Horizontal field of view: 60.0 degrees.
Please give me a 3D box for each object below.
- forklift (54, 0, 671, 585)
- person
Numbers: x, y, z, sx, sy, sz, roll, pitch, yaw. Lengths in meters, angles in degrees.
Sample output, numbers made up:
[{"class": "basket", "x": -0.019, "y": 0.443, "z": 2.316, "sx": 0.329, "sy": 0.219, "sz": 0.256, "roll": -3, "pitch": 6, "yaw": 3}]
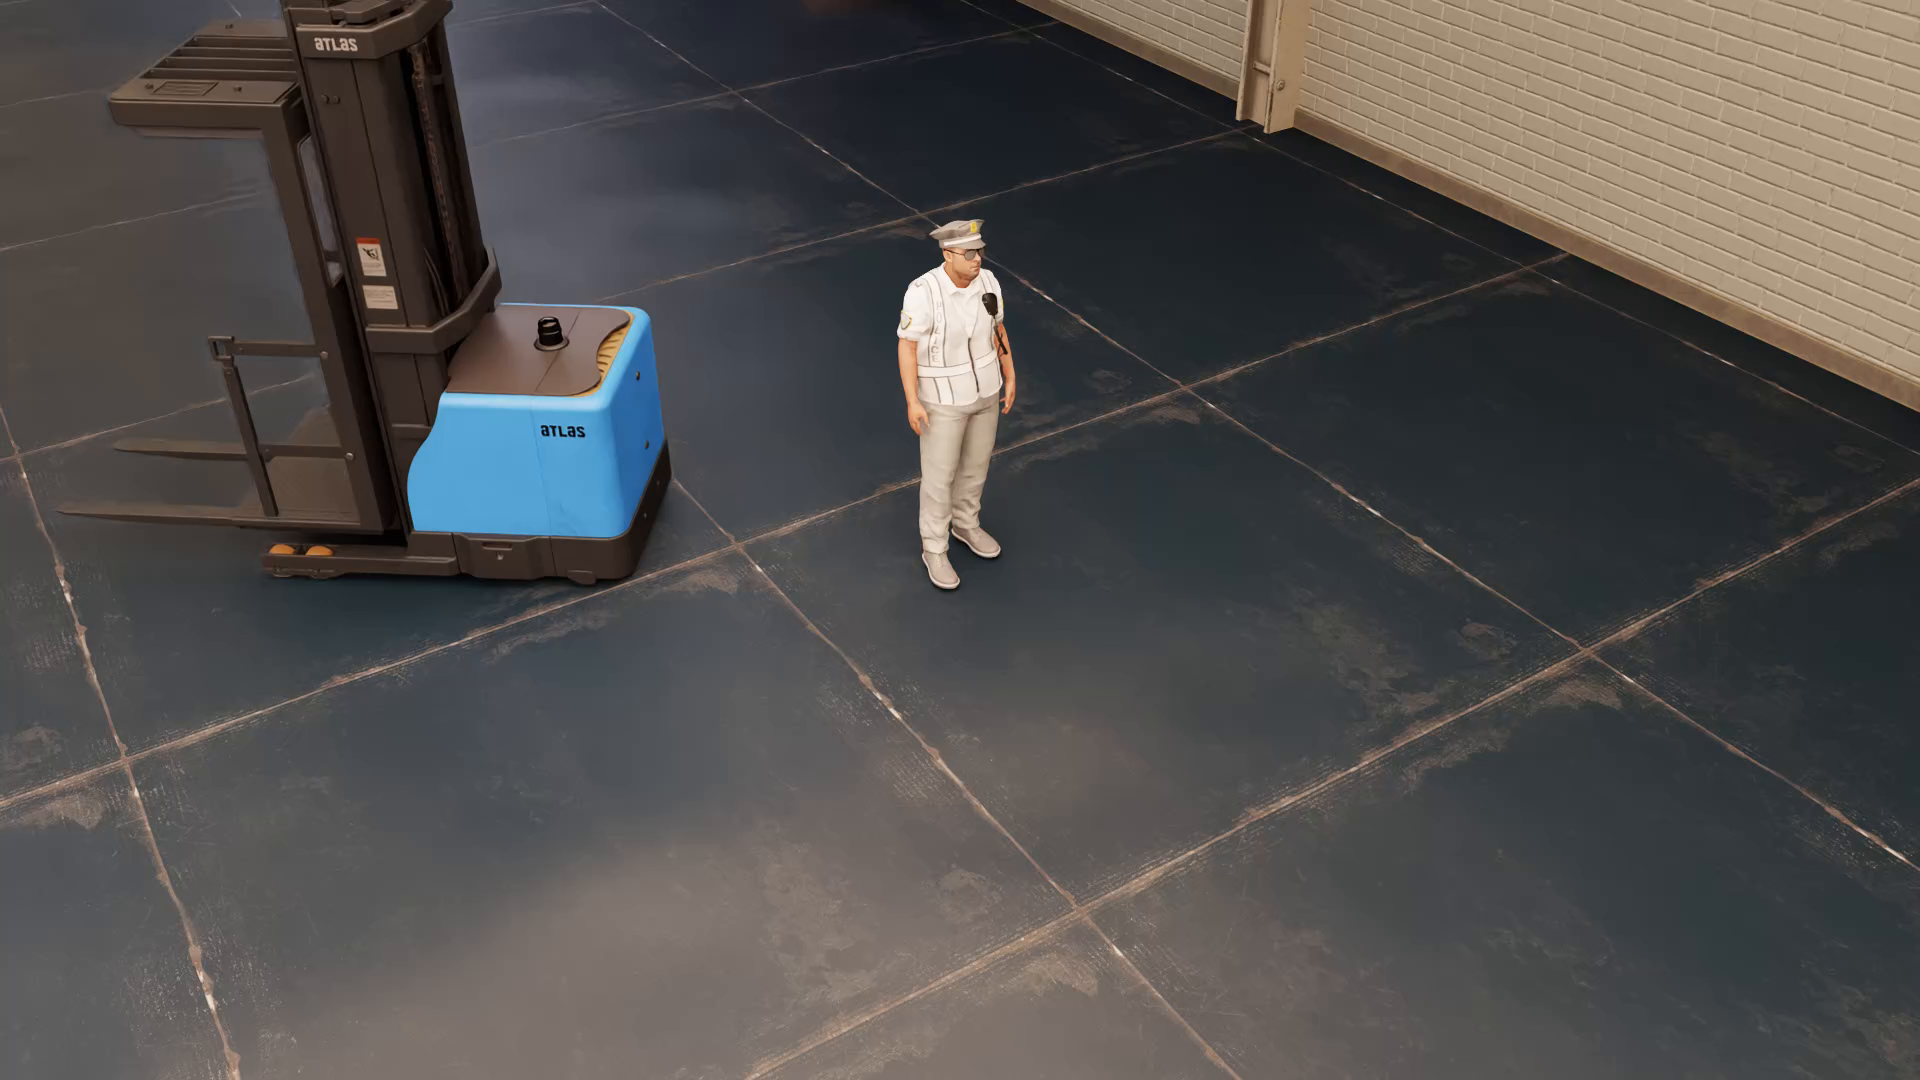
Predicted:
[{"class": "forklift", "x": -3.114, "y": -1.301, "z": 8.000, "sx": 3.031, "sy": 2.935, "sz": 1.130, "roll": 2, "pitch": 35, "yaw": 3}, {"class": "person", "x": 0.033, "y": -0.694, "z": 8.122, "sx": 0.641, "sy": 1.780, "sz": 0.574, "roll": -21, "pitch": 40, "yaw": -27}]
